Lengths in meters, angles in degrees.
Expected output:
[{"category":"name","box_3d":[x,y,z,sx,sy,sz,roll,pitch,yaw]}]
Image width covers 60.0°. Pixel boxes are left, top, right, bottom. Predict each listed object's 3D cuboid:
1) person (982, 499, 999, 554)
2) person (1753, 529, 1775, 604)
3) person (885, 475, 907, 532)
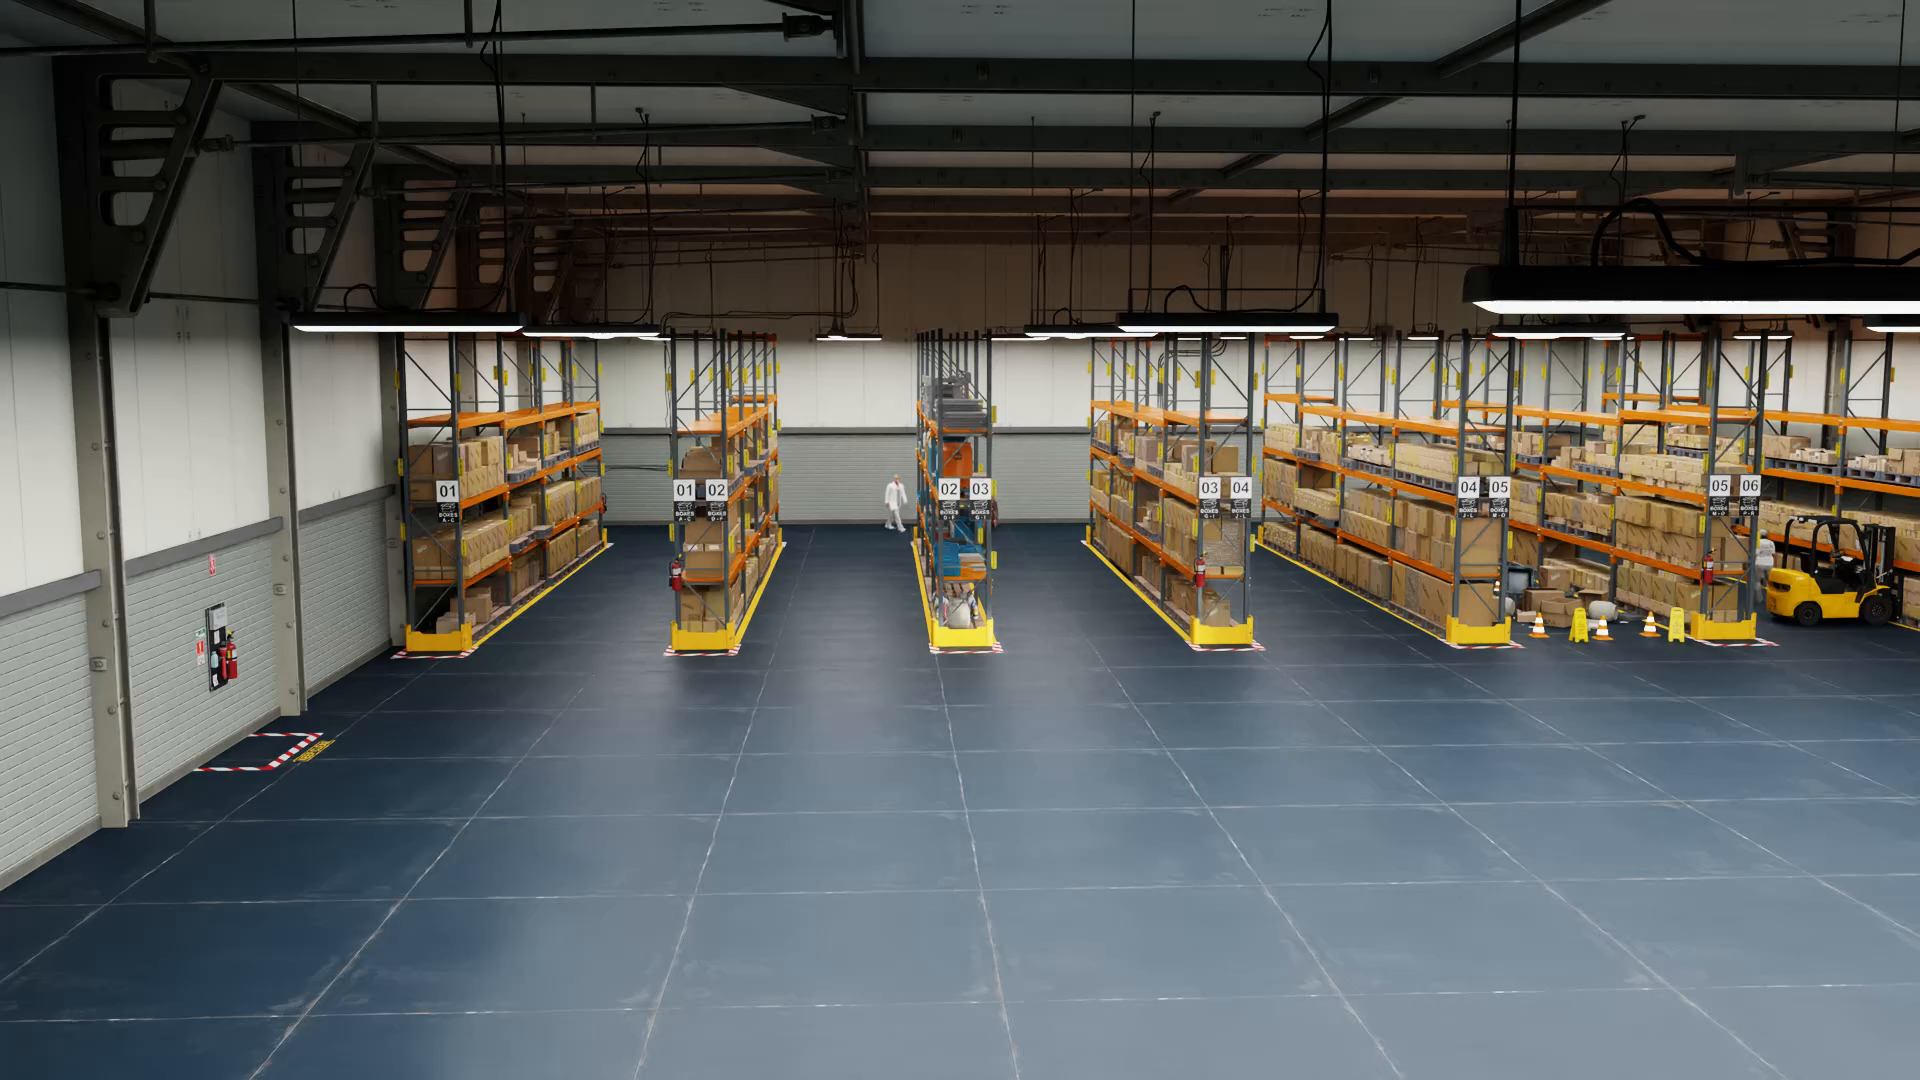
[{"category":"person","box_3d":[0.751,-0.519,45.468,0.611,1.718,1.115,-1,7,-8]},{"category":"person","box_3d":[17.727,0.594,36.630,0.537,1.660,0.522,0,7,-3]},{"category":"person","box_3d":[-1.944,-1.144,50.753,0.573,1.704,1.174,-6,9,-43]}]
